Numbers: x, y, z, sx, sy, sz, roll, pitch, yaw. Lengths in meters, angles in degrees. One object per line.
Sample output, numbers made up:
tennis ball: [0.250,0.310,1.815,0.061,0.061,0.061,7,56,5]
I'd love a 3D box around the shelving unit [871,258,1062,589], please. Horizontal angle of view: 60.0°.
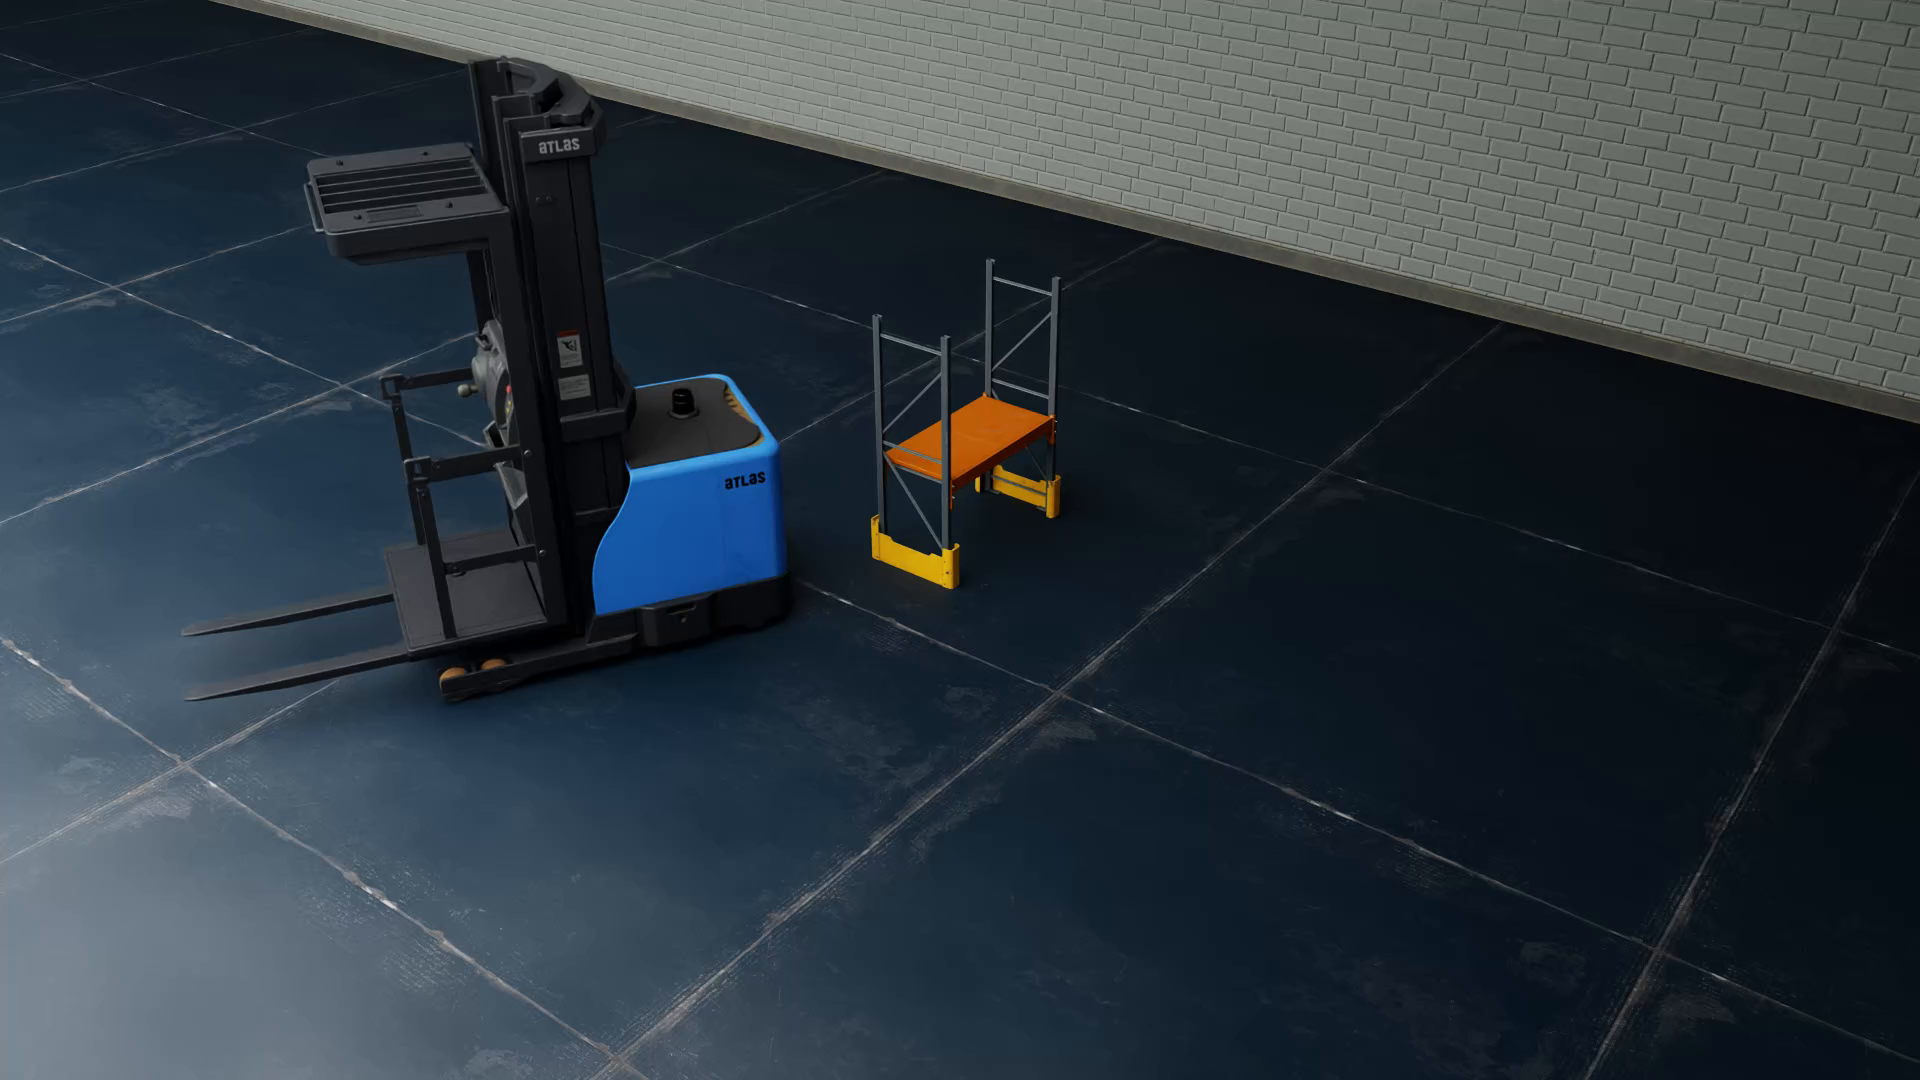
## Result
shelving unit: [0.046,-0.676,9.420,0.587,1.500,1.083,21,37,31]

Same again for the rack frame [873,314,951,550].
rack frame: [-0.255,-0.473,9.077,0.500,1.500,0.032,21,37,31]

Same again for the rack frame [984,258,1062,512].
rack frame: [0.358,-0.887,9.775,0.500,1.500,0.032,21,37,31]

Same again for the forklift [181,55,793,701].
forklift: [-2.473,-0.756,8.151,3.031,2.935,1.130,-12,33,-20]

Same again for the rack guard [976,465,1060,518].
rack guard: [0.347,-0.341,10.080,0.587,0.250,0.087,21,37,31]

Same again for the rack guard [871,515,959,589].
rack guard: [-0.255,0.064,9.397,0.587,0.250,0.087,21,37,31]

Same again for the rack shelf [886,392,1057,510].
rack shelf: [0.052,-0.525,9.518,0.538,0.185,1.000,21,37,31]
